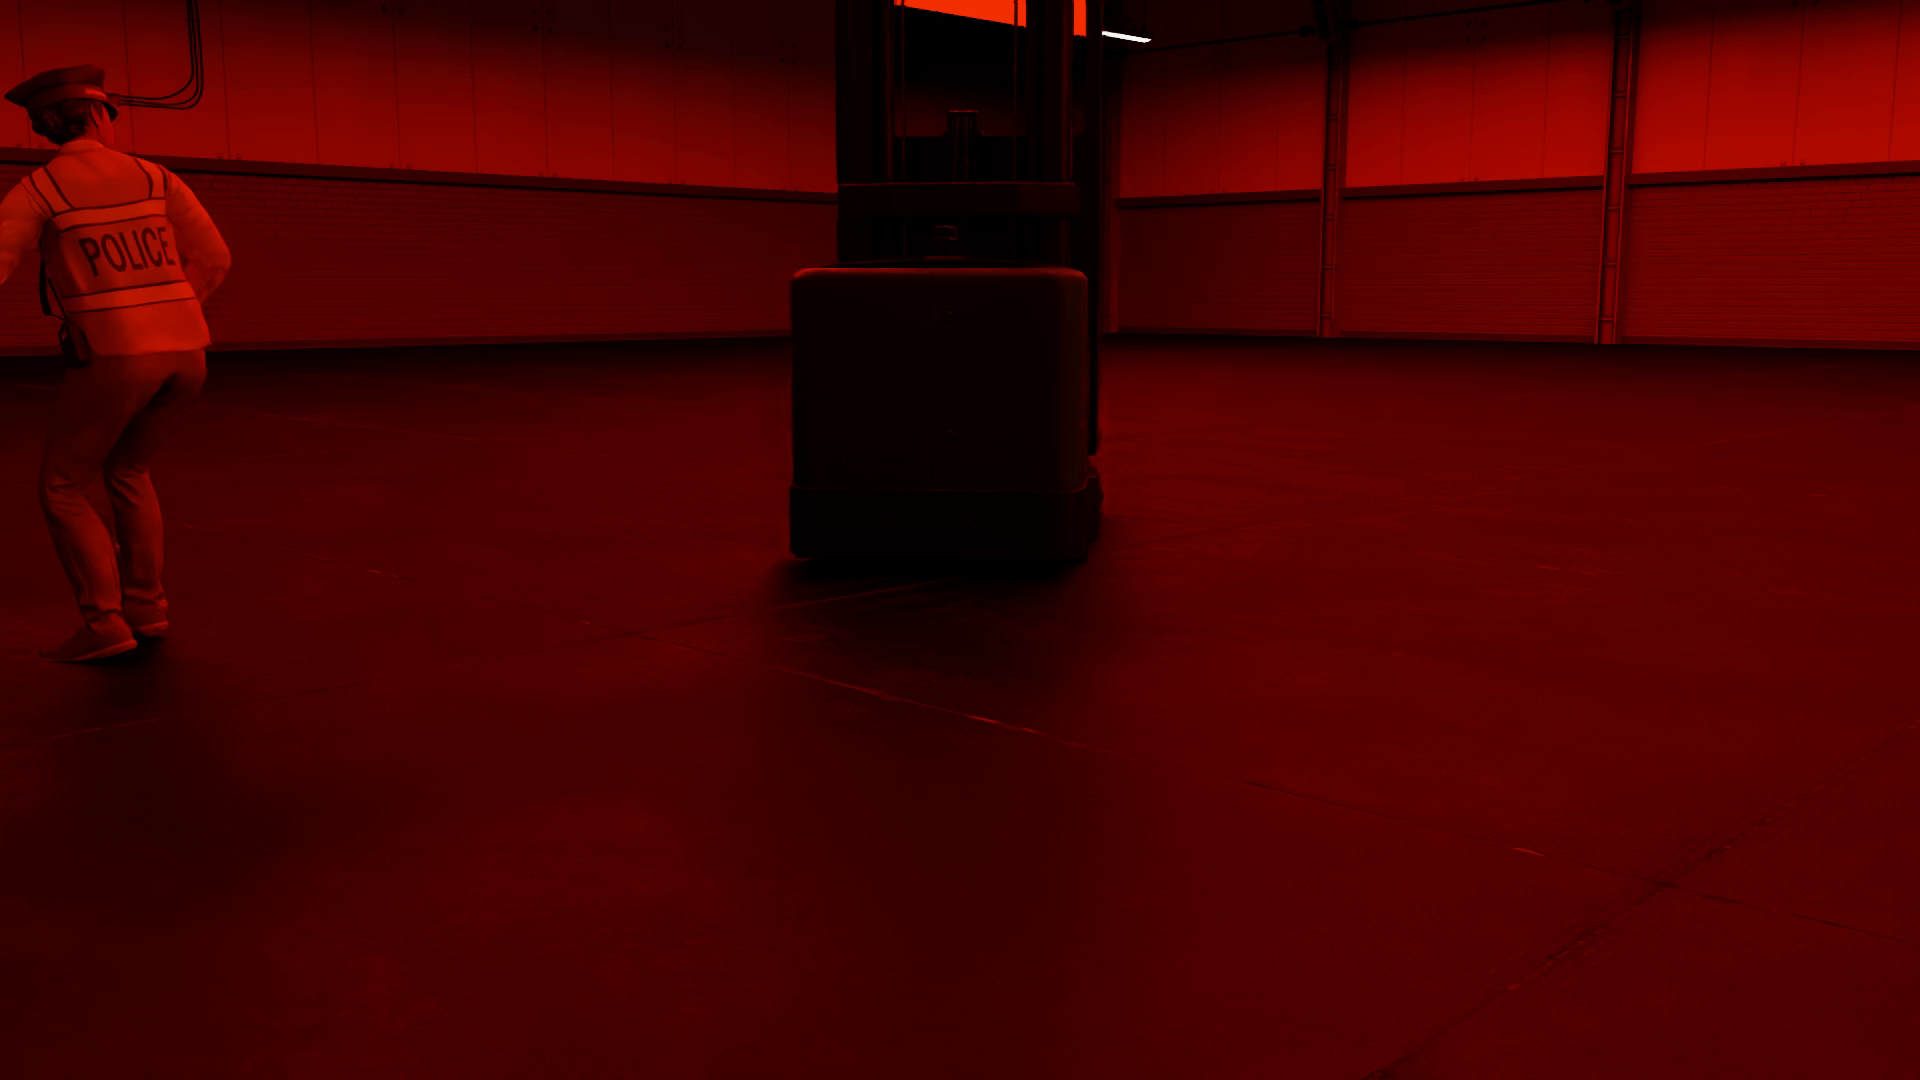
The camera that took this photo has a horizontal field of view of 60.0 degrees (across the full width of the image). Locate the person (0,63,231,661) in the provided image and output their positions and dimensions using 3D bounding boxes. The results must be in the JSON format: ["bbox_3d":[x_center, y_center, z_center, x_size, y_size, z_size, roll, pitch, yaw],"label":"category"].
[{"bbox_3d":[-2.425,-0.483,4.645,0.593,1.635,0.730,5,10,29],"label":"person"}]

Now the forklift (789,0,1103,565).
[{"bbox_3d":[0.061,-1.540,7.100,1.130,2.935,3.031,1,9,6],"label":"forklift"}]
